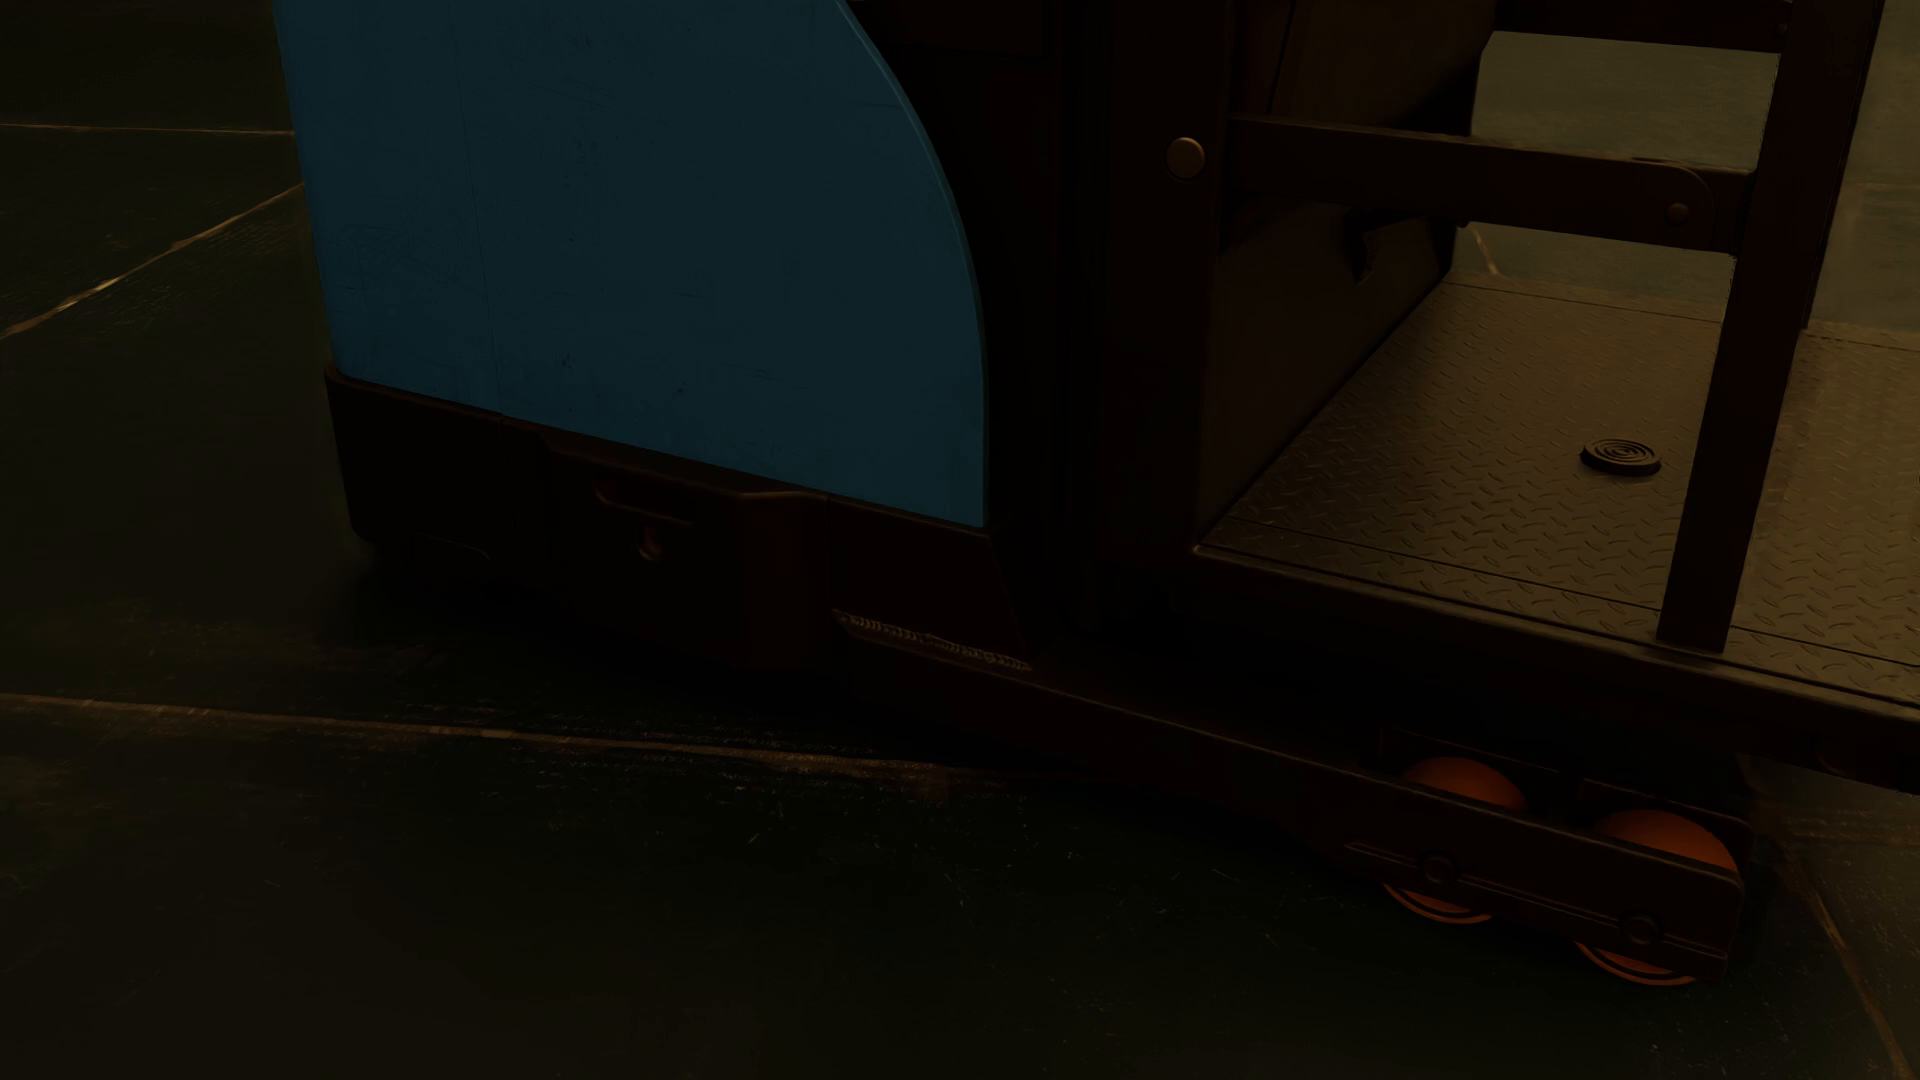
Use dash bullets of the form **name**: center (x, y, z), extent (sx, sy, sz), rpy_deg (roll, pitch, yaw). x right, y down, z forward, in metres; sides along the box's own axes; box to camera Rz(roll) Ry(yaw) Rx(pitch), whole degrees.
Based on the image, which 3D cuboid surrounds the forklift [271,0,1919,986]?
- **forklift**: center (0.667, -1.149, 1.519), extent (3.031, 2.935, 1.130), rpy_deg (14, 30, 25)
